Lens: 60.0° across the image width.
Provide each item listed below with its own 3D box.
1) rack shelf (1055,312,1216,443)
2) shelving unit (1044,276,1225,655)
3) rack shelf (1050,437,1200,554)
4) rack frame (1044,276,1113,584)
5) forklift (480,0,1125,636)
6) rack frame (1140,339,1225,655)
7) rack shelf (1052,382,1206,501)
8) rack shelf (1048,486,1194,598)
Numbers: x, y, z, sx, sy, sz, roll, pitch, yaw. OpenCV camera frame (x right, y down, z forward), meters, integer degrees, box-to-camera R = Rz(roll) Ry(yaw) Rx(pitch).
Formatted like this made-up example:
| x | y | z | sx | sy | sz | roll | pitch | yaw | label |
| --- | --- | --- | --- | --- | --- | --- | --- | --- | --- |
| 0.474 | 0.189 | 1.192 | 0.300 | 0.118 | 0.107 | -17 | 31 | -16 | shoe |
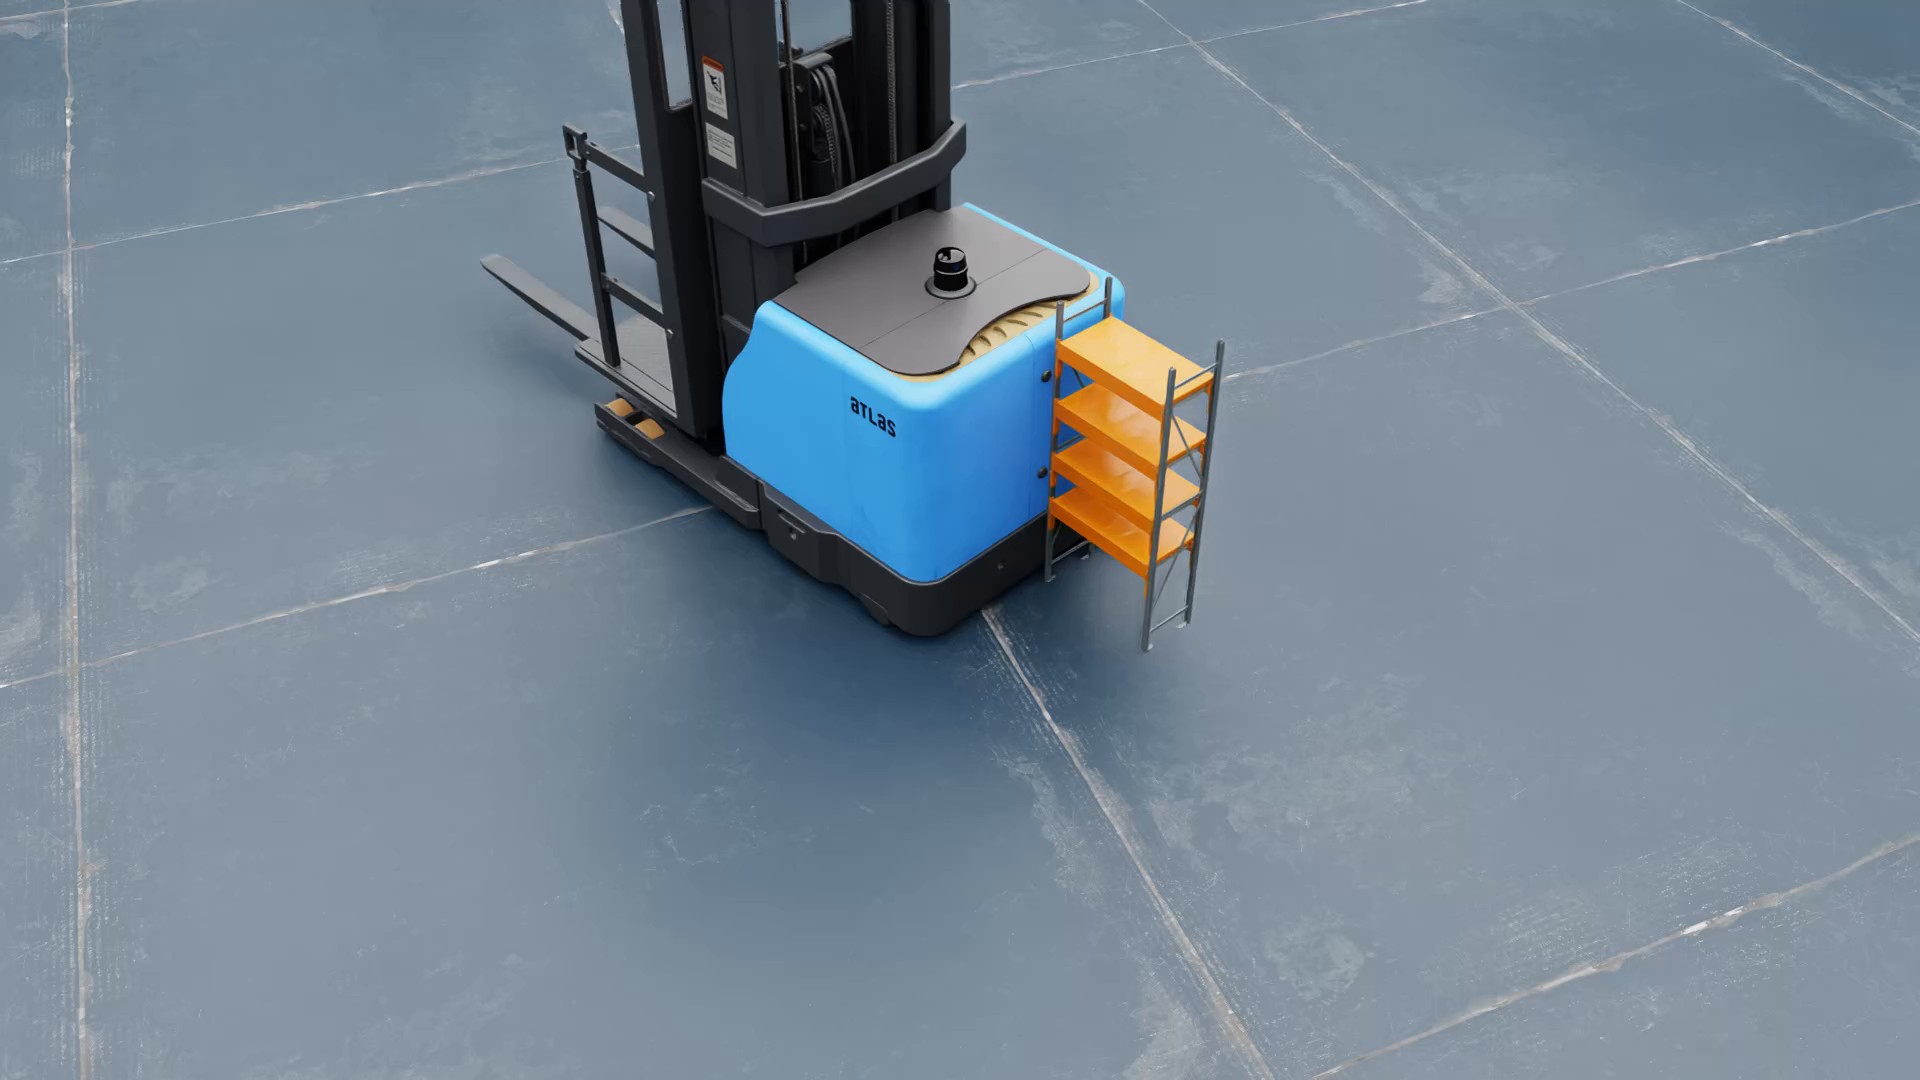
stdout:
| x | y | z | sx | sy | sz | roll | pitch | yaw | label |
| --- | --- | --- | --- | --- | --- | --- | --- | --- | --- |
| 0.562 | -0.529 | 5.342 | 0.258 | 0.148 | 0.480 | -30 | 49 | -30 | rack shelf |
| 0.562 | -0.231 | 5.598 | 0.258 | 1.200 | 0.503 | -30 | 49 | -30 | shelving unit |
| 0.562 | -0.180 | 5.642 | 0.258 | 0.148 | 0.480 | -30 | 49 | -30 | rack shelf |
| 0.402 | -0.350 | 5.737 | 0.240 | 1.200 | 0.015 | -30 | 49 | -30 | rack frame |
| -0.819 | -1.635 | 5.904 | 1.130 | 2.935 | 3.031 | -33 | 50 | -32 | forklift |
| 0.723 | -0.111 | 5.459 | 0.240 | 1.200 | 0.015 | -30 | 49 | -30 | rack frame |
| 0.562 | -0.349 | 5.496 | 0.258 | 0.148 | 0.480 | -30 | 49 | -30 | rack shelf |
| 0.562 | -0.029 | 5.771 | 0.258 | 0.148 | 0.480 | -30 | 49 | -30 | rack shelf |
